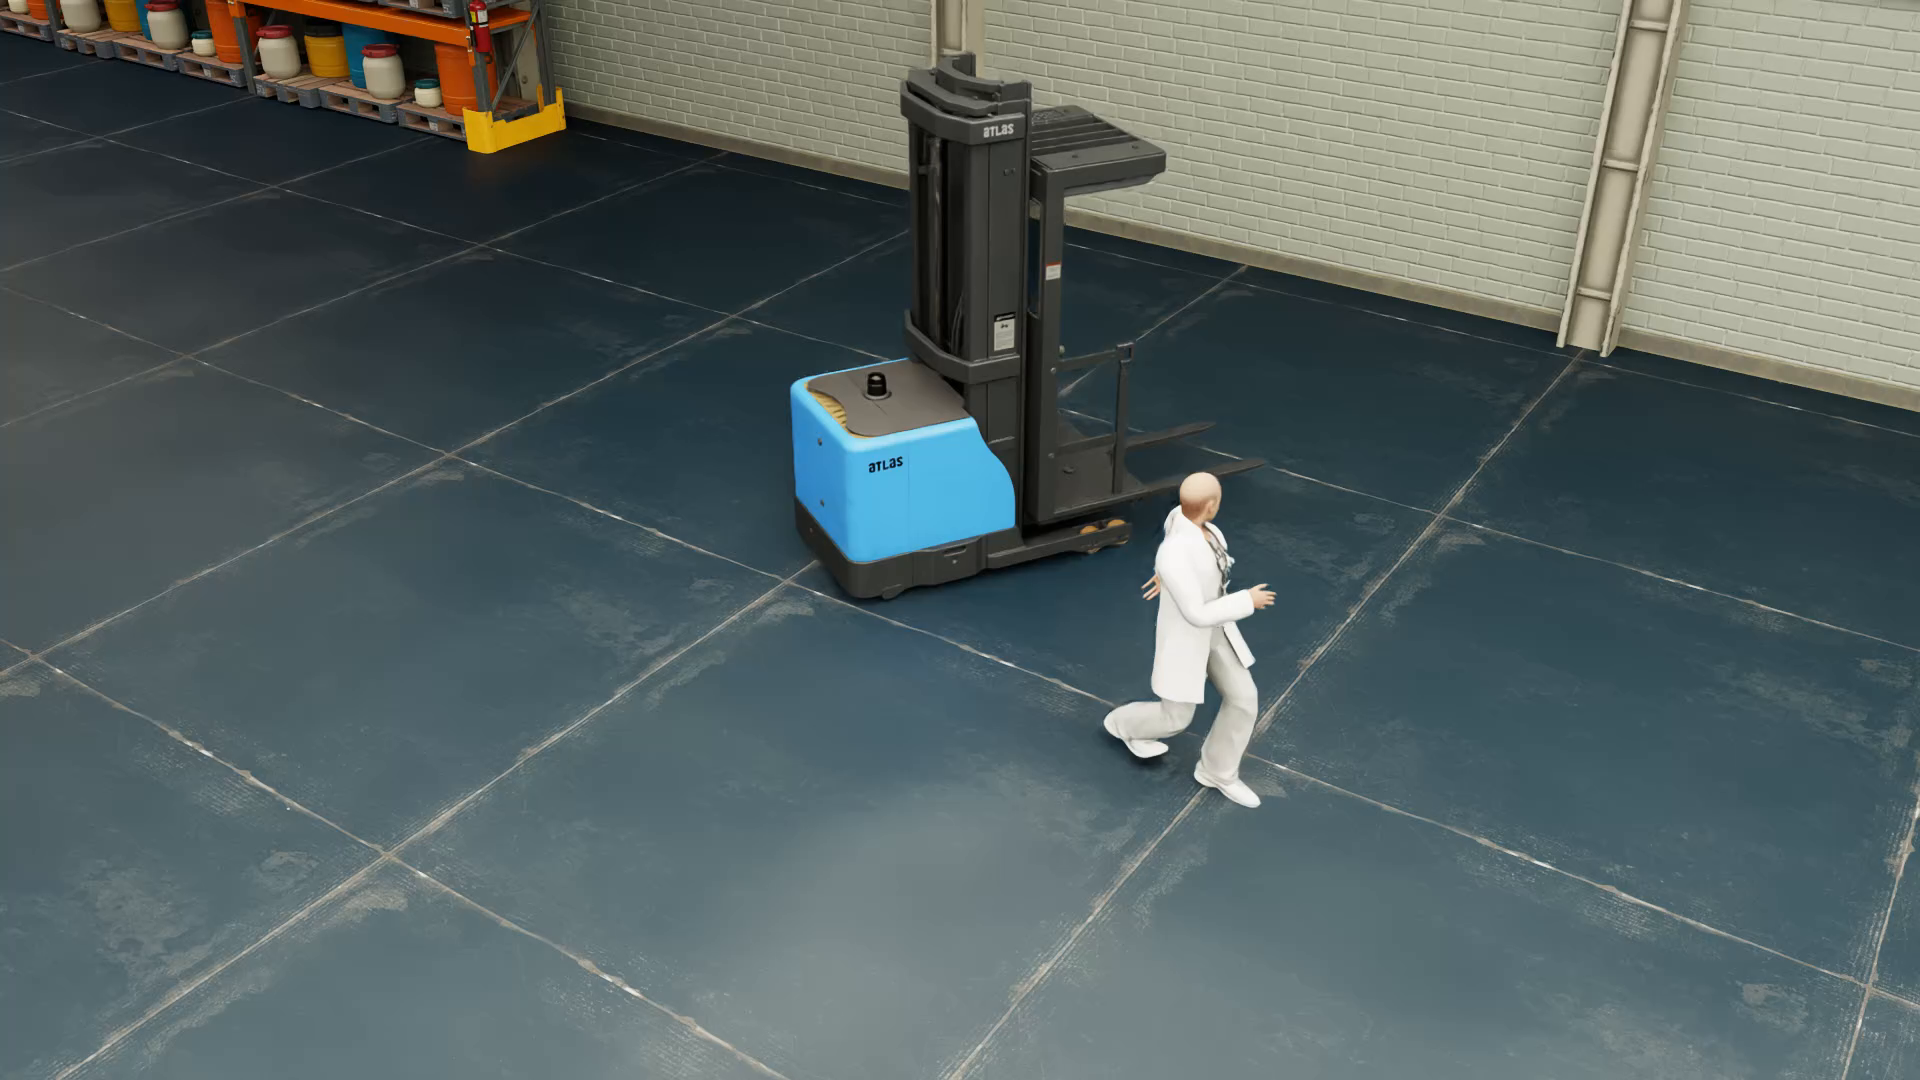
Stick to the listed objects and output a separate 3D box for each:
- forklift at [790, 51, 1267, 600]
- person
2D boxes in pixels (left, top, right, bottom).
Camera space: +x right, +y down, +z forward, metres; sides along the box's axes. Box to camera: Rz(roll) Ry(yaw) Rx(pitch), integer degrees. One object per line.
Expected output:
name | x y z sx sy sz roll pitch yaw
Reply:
forklift | 0.516 -1.410 10.010 3.031 2.935 1.130 -14 33 -22
person | 1.143 0.440 8.094 0.936 1.692 0.635 24 38 35
